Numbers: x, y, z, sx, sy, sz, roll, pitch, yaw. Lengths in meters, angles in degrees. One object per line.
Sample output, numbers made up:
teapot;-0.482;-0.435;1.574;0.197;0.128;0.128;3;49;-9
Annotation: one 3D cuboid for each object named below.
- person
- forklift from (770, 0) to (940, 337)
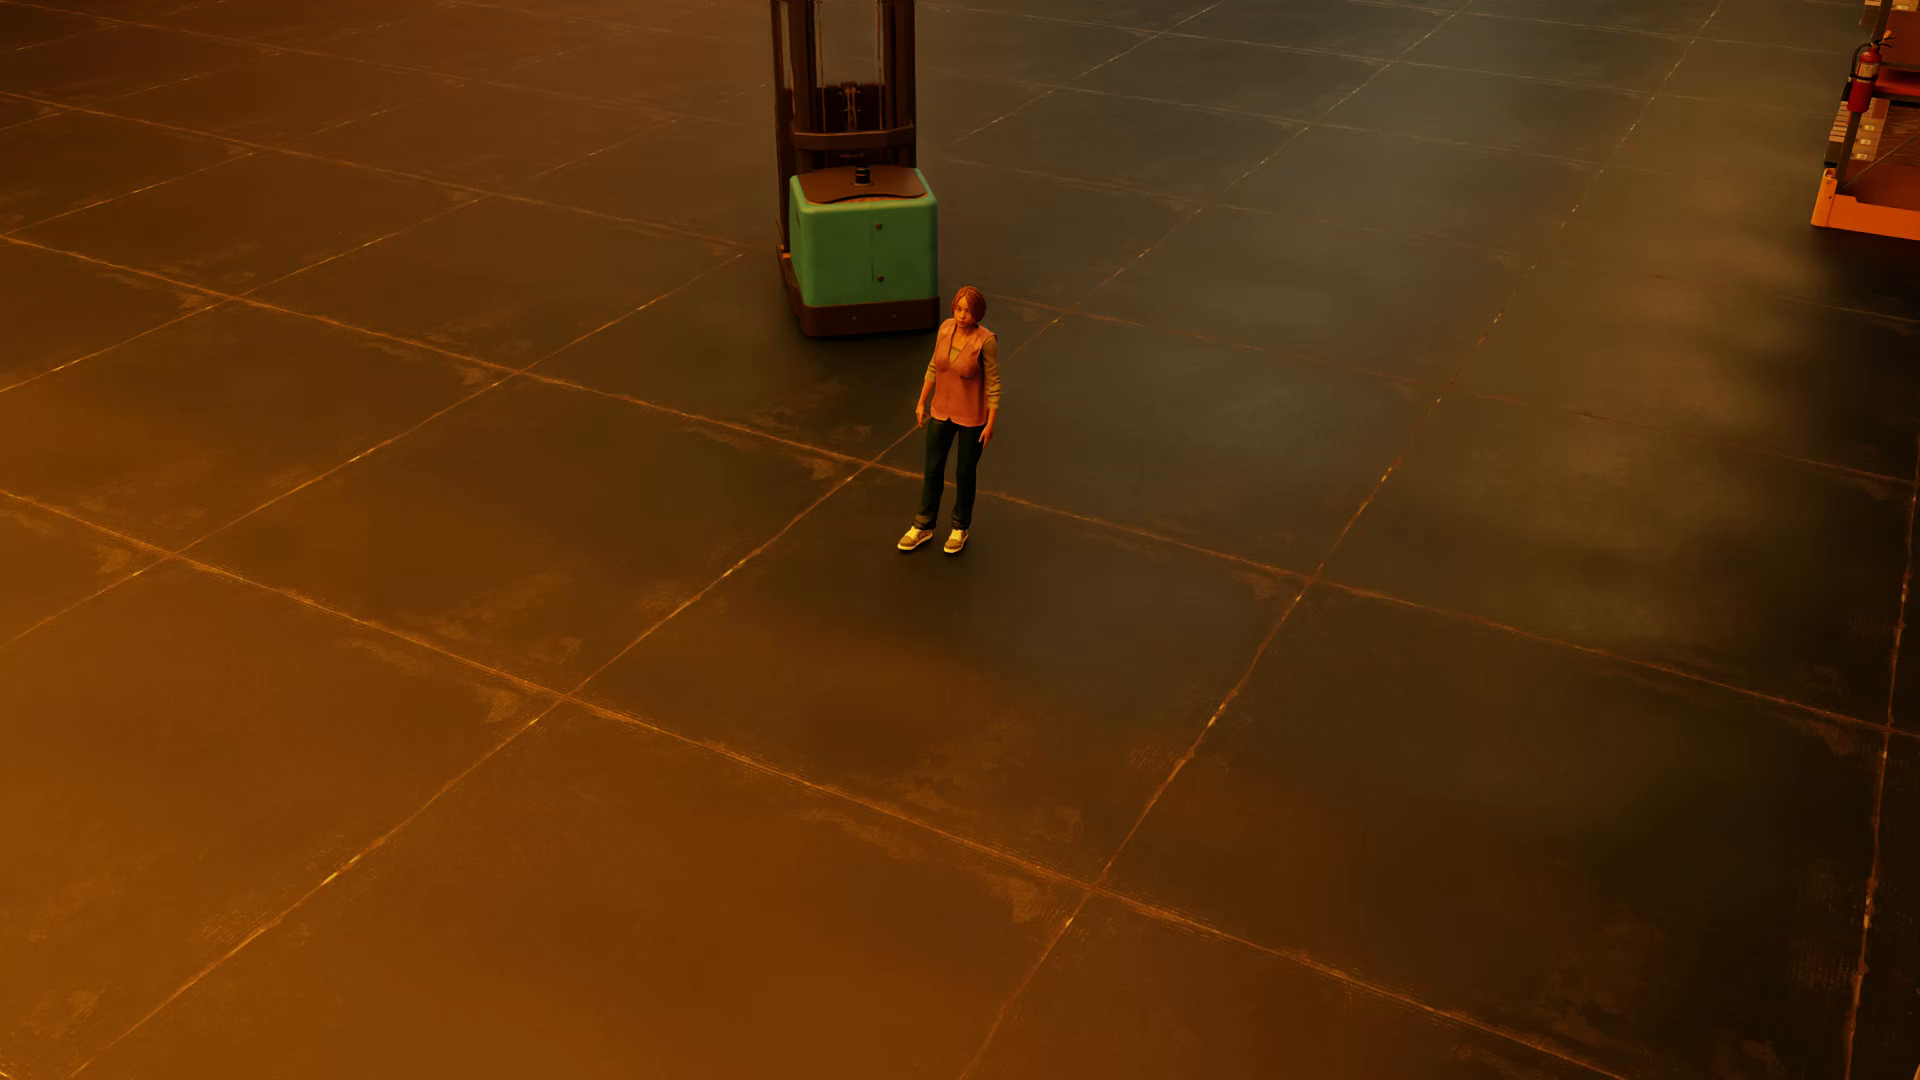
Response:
person;-0.049;-0.669;9.549;0.520;1.599;0.473;15;33;25
forklift;-0.936;-3.518;13.166;1.130;2.935;3.031;-6;30;-10
